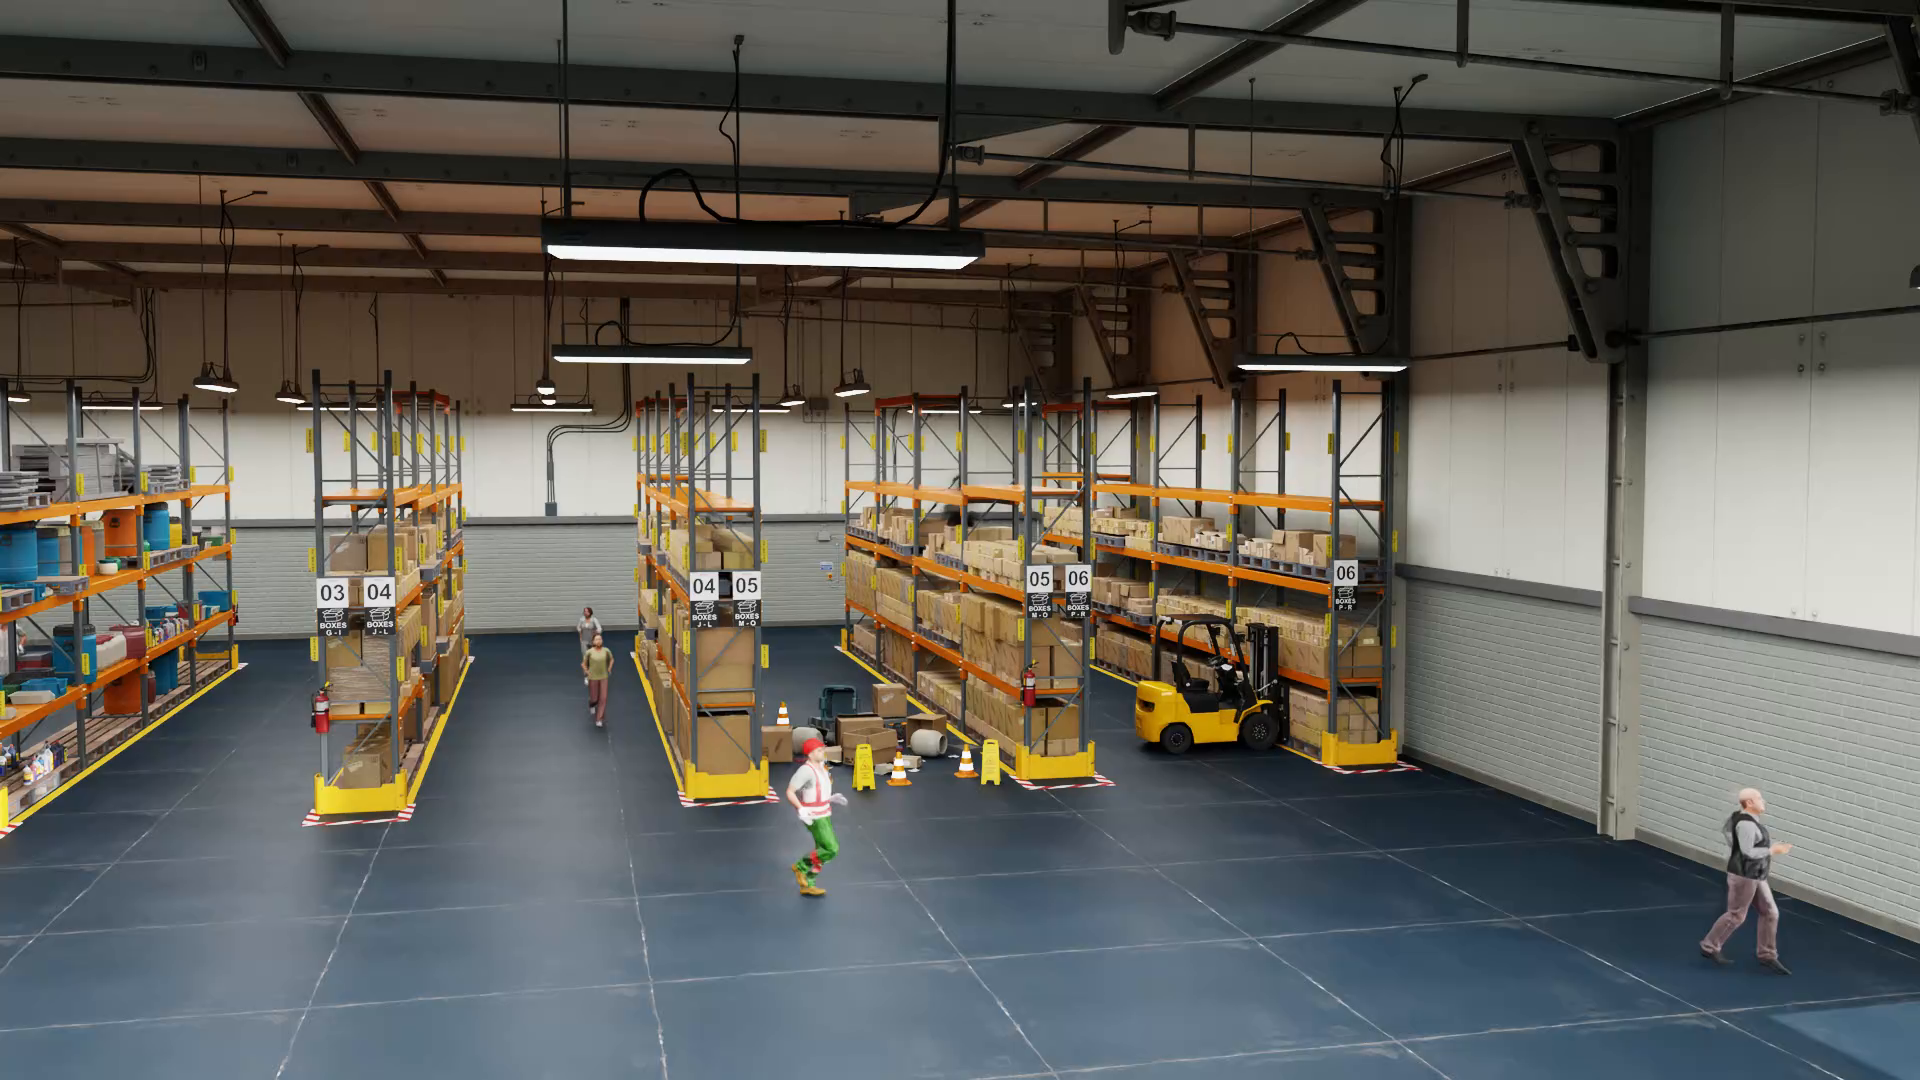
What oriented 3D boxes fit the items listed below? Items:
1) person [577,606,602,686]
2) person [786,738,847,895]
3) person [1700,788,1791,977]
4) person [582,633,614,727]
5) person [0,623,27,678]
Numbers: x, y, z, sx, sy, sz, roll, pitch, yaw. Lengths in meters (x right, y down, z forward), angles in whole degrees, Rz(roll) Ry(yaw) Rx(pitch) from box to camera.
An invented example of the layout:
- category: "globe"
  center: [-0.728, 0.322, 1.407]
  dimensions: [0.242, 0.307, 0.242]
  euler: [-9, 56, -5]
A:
- category: "person"
  center: [-7.741, 2.196, 34.774]
  dimensions: [0.518, 1.631, 0.784]
  euler: [-1, 3, -10]
- category: "person"
  center: [-1.553, 3.062, 18.398]
  dimensions: [0.581, 1.740, 0.652]
  euler: [1, 3, 16]
- category: "person"
  center: [7.453, 3.217, 15.737]
  dimensions: [0.781, 1.758, 0.652]
  euler: [2, 4, 32]
- category: "person"
  center: [-6.434, 2.476, 29.617]
  dimensions: [0.579, 1.637, 0.776]
  euler: [-1, 4, -21]
- category: "person"
  center: [-18.289, 2.261, 31.886]
  dimensions: [0.655, 1.793, 0.984]
  euler: [-1, 4, -22]
